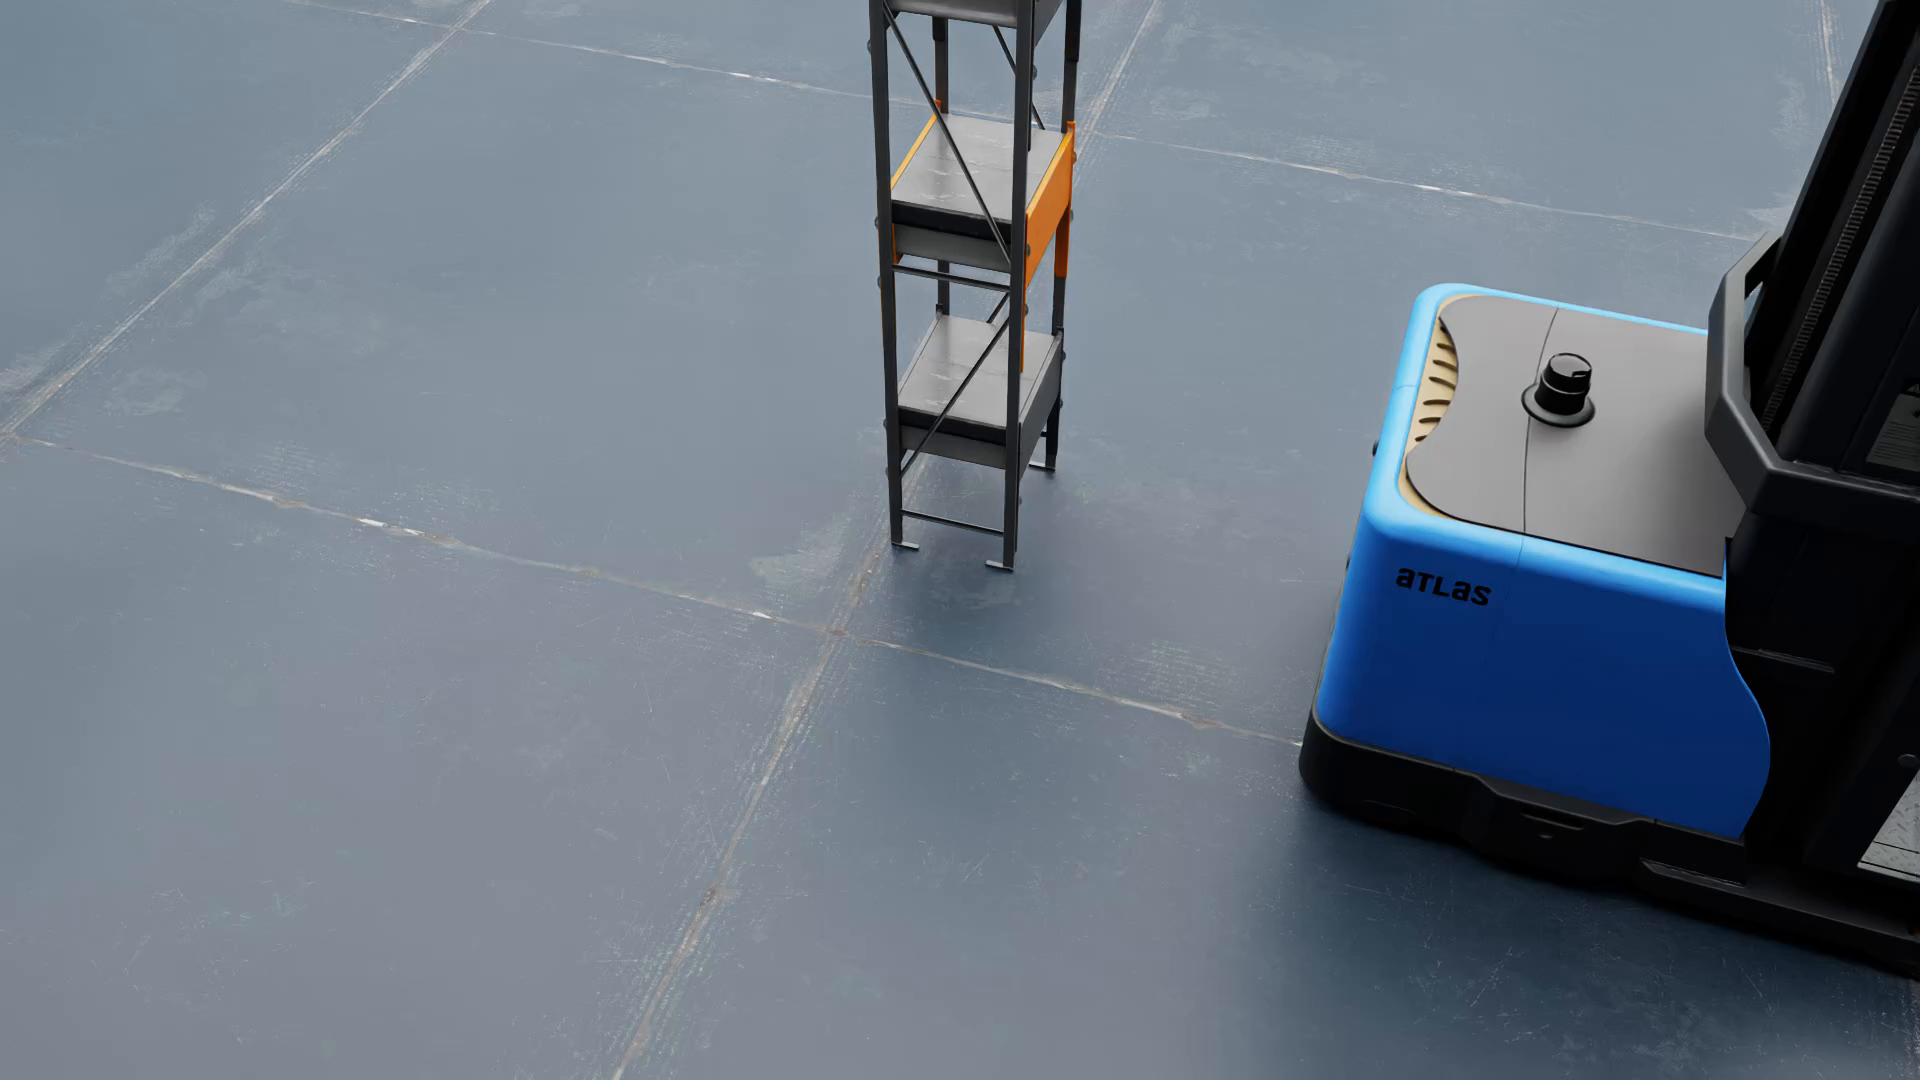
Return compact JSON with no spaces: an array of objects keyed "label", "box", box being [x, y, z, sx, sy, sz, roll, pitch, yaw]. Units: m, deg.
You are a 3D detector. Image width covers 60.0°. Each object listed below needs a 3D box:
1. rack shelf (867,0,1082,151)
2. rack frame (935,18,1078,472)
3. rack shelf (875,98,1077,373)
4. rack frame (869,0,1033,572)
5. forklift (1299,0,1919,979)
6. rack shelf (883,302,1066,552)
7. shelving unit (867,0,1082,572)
[{"label":"rack shelf","box":[0.050,-1.351,4.148,0.431,0.518,0.480,13,46,12]},{"label":"rack frame","box":[0.124,-1.023,4.795,0.400,2.100,0.015,13,46,12]},{"label":"rack shelf","box":[0.050,-0.851,4.638,0.431,0.518,0.480,13,46,12]},{"label":"rack frame","box":[-0.024,-0.698,4.462,0.400,2.100,0.015,13,46,12]},{"label":"forklift","box":[2.493,-0.327,3.489,3.031,2.935,1.130,14,46,14]},{"label":"rack shelf","box":[0.050,-0.351,5.128,0.431,0.518,0.480,13,46,12]},{"label":"shelving unit","box":[0.050,-0.861,4.628,0.431,2.100,0.503,13,46,12]}]
